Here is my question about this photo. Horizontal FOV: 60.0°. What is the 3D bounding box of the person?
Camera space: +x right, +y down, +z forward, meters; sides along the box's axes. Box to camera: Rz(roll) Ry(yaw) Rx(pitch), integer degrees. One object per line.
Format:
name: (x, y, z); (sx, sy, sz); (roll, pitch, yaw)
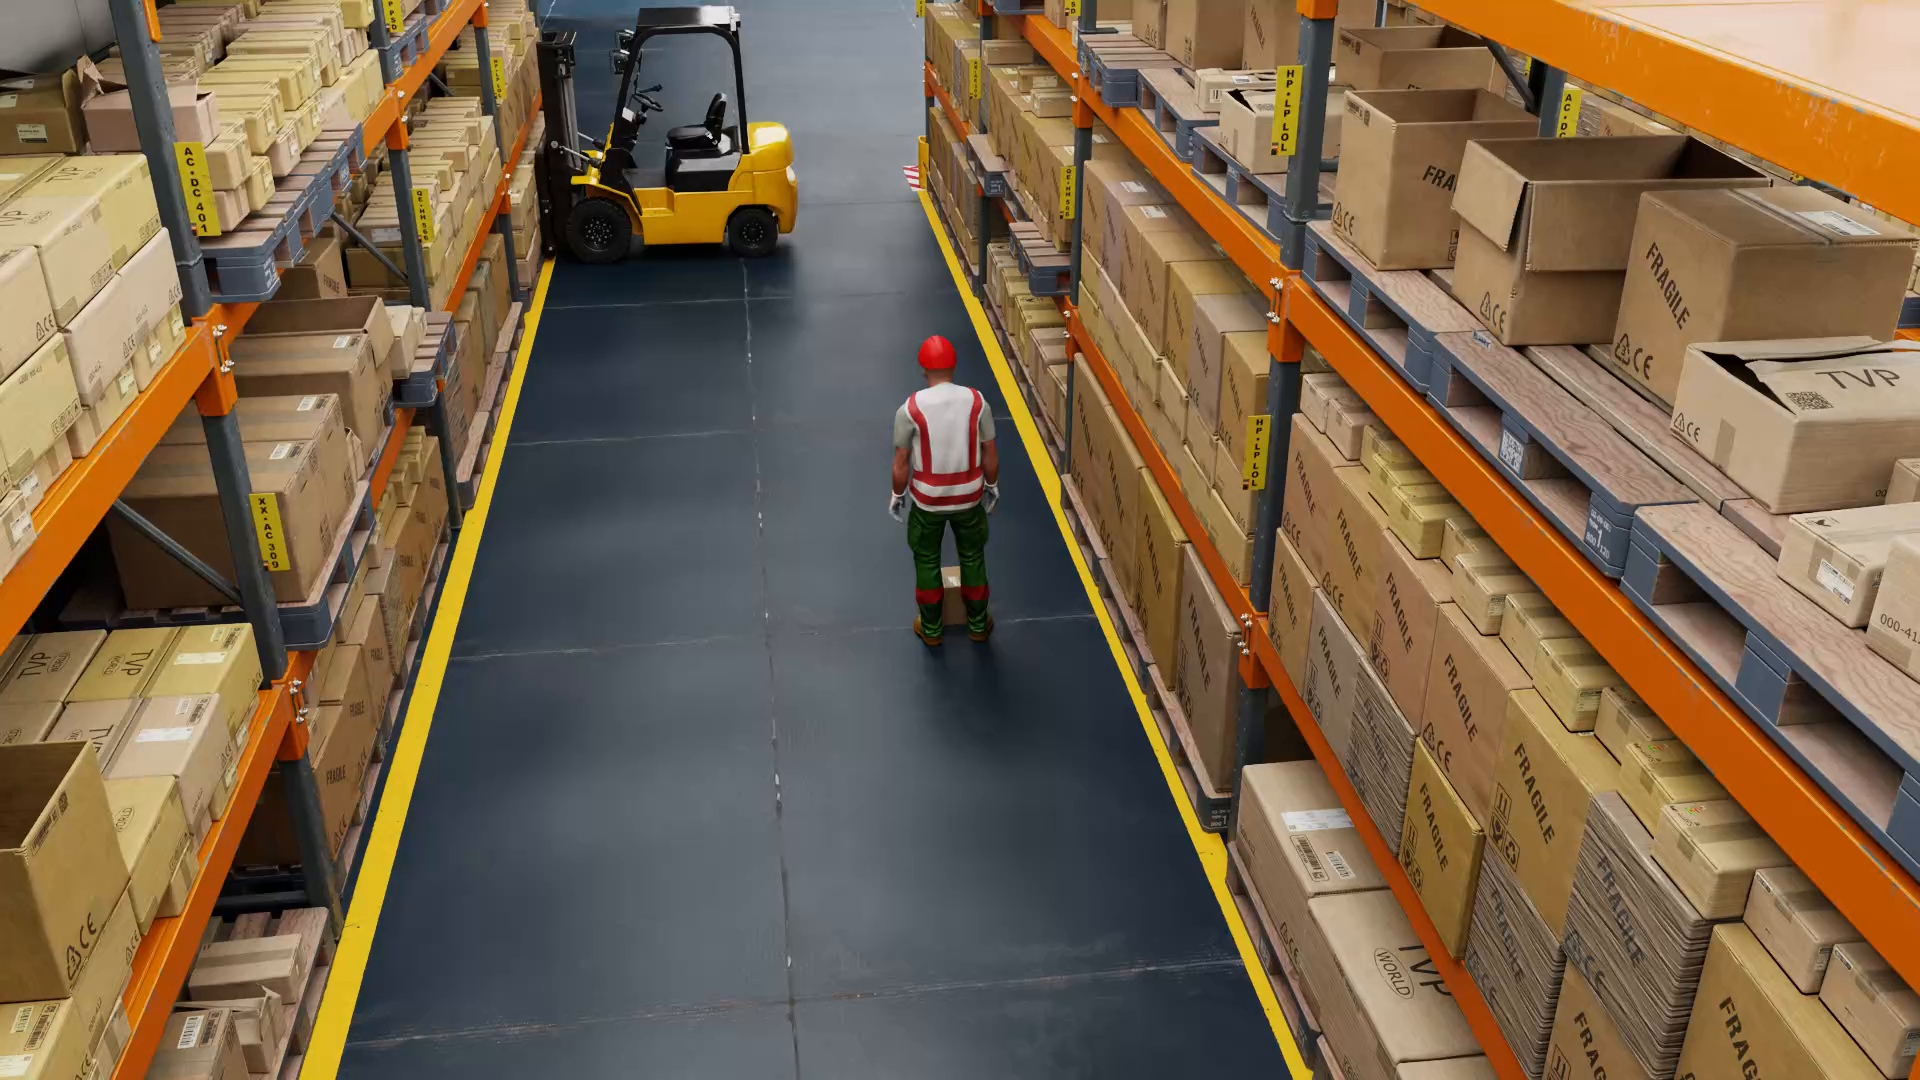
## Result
person: (-0.061, -0.251, 9.096); (0.606, 1.778, 0.449); (-4, 27, -8)
